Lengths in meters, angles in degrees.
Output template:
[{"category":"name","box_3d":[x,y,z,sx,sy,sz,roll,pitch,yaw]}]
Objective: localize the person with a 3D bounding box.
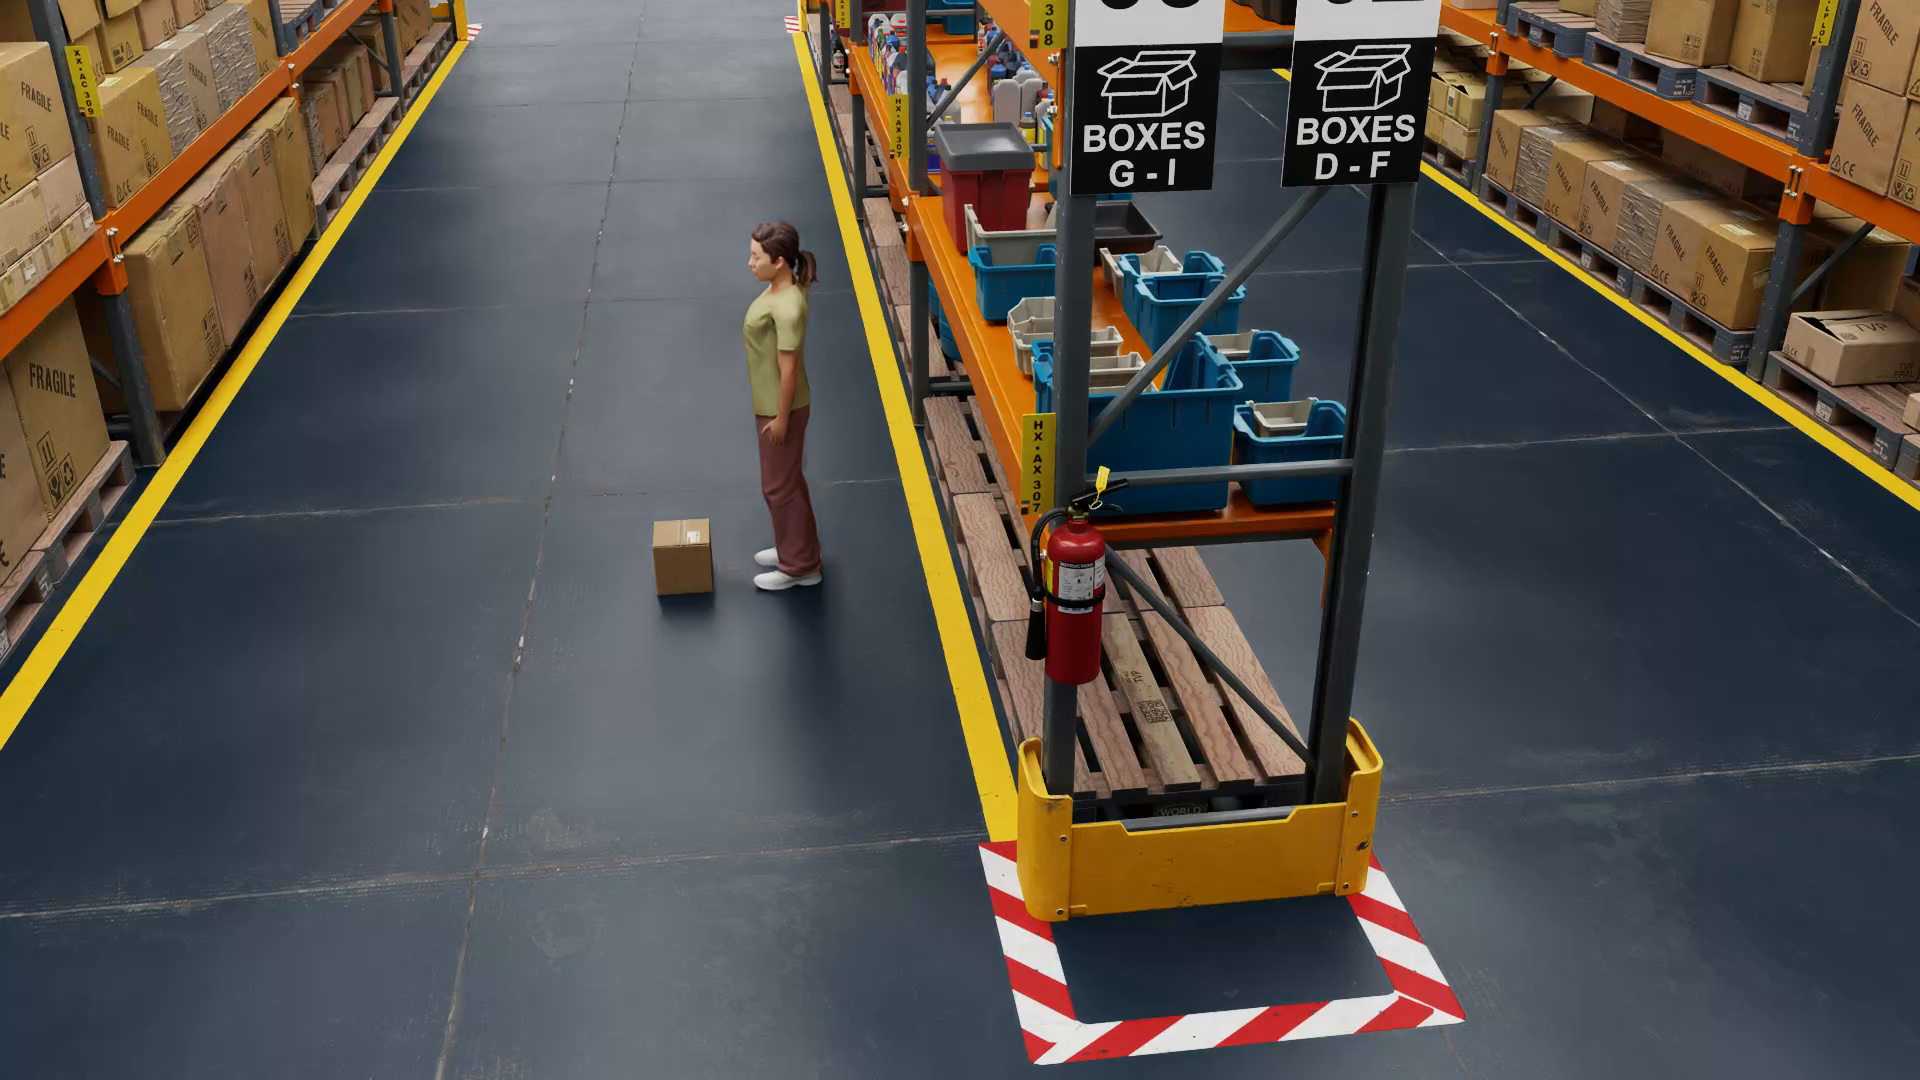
[{"category":"person","box_3d":[-0.764,-0.577,7.250,0.359,1.674,0.442,-3,27,-6]}]
